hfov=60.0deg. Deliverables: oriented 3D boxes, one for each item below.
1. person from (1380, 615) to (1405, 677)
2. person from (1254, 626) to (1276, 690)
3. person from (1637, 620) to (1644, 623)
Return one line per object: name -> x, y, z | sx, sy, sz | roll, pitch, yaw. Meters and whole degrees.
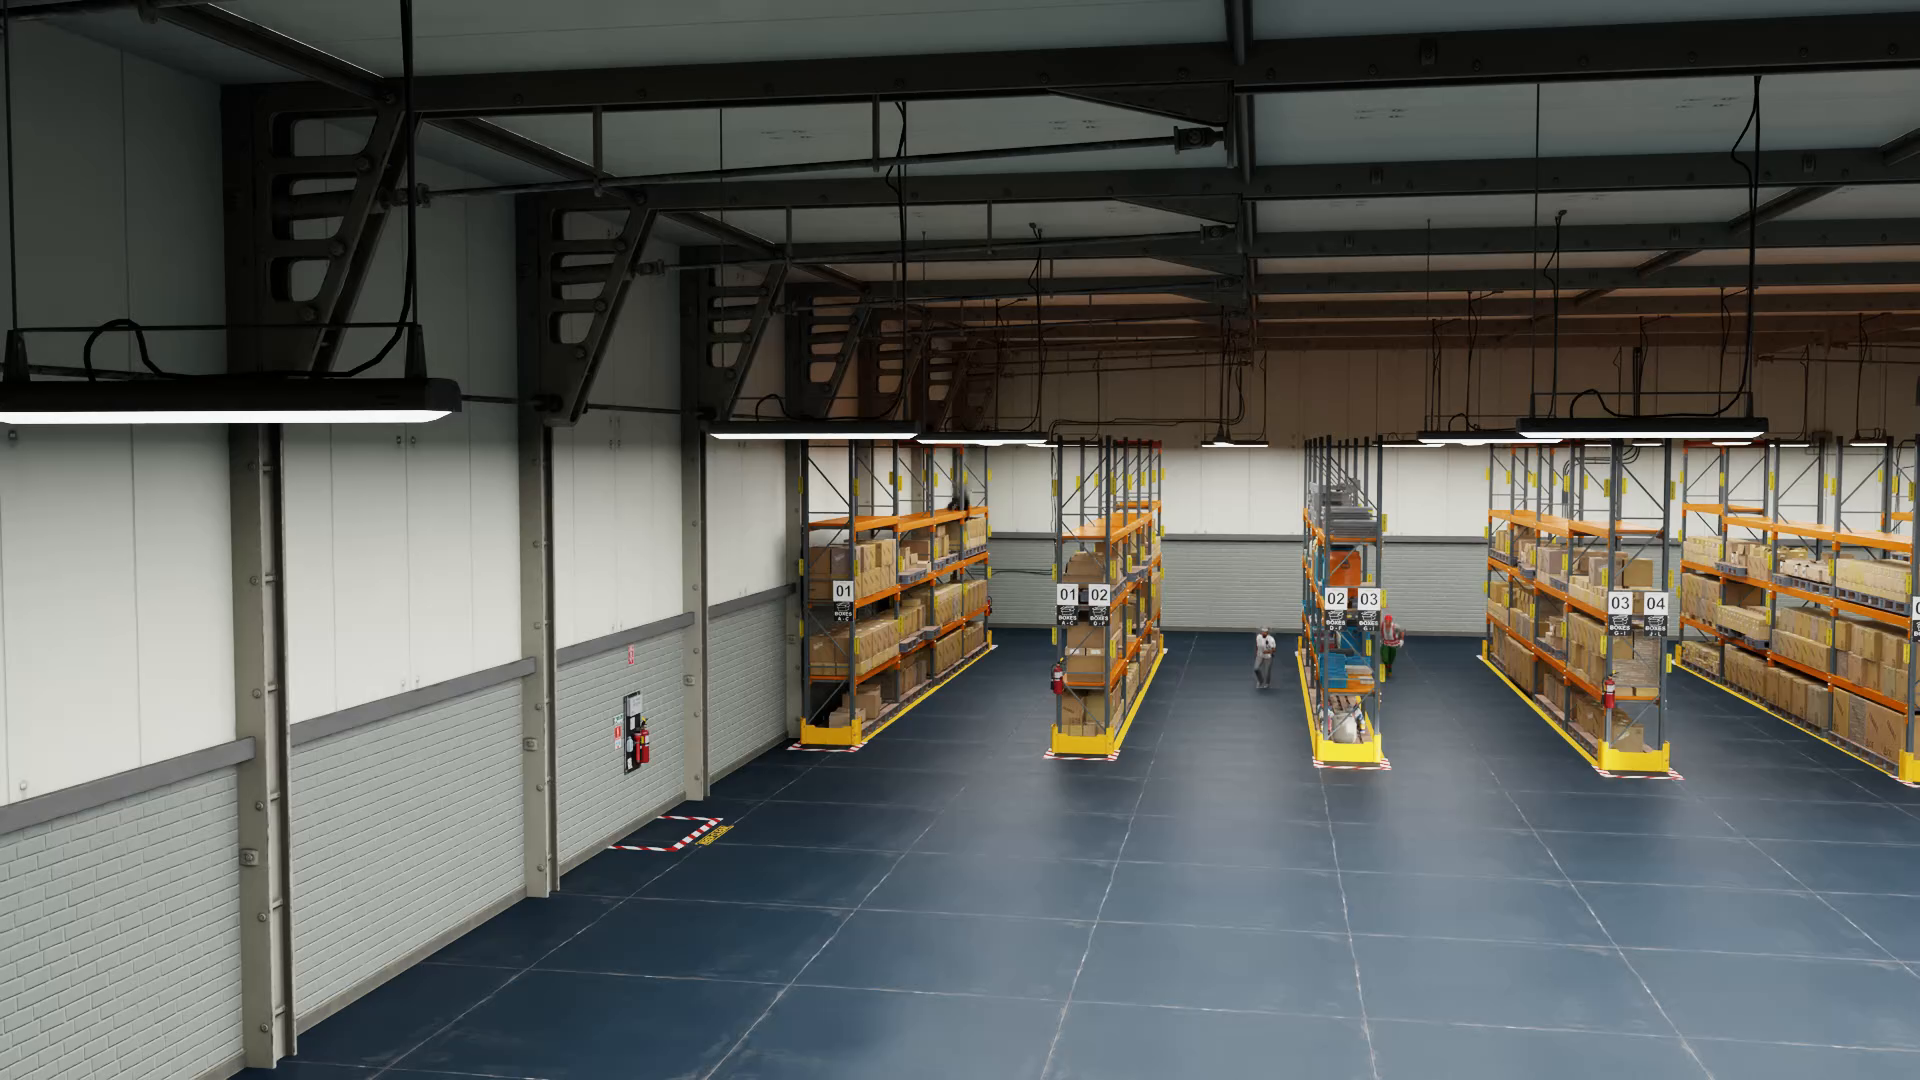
person -> 10.865, 2.656, 41.944 | 0.671, 1.602, 0.957 | 1, 3, 20
person -> 7.282, 2.798, 39.664 | 0.573, 1.564, 0.957 | 1, 3, 21
person -> 17.585, 2.516, 43.359 | 0.753, 1.713, 0.631 | 2, 4, 30
